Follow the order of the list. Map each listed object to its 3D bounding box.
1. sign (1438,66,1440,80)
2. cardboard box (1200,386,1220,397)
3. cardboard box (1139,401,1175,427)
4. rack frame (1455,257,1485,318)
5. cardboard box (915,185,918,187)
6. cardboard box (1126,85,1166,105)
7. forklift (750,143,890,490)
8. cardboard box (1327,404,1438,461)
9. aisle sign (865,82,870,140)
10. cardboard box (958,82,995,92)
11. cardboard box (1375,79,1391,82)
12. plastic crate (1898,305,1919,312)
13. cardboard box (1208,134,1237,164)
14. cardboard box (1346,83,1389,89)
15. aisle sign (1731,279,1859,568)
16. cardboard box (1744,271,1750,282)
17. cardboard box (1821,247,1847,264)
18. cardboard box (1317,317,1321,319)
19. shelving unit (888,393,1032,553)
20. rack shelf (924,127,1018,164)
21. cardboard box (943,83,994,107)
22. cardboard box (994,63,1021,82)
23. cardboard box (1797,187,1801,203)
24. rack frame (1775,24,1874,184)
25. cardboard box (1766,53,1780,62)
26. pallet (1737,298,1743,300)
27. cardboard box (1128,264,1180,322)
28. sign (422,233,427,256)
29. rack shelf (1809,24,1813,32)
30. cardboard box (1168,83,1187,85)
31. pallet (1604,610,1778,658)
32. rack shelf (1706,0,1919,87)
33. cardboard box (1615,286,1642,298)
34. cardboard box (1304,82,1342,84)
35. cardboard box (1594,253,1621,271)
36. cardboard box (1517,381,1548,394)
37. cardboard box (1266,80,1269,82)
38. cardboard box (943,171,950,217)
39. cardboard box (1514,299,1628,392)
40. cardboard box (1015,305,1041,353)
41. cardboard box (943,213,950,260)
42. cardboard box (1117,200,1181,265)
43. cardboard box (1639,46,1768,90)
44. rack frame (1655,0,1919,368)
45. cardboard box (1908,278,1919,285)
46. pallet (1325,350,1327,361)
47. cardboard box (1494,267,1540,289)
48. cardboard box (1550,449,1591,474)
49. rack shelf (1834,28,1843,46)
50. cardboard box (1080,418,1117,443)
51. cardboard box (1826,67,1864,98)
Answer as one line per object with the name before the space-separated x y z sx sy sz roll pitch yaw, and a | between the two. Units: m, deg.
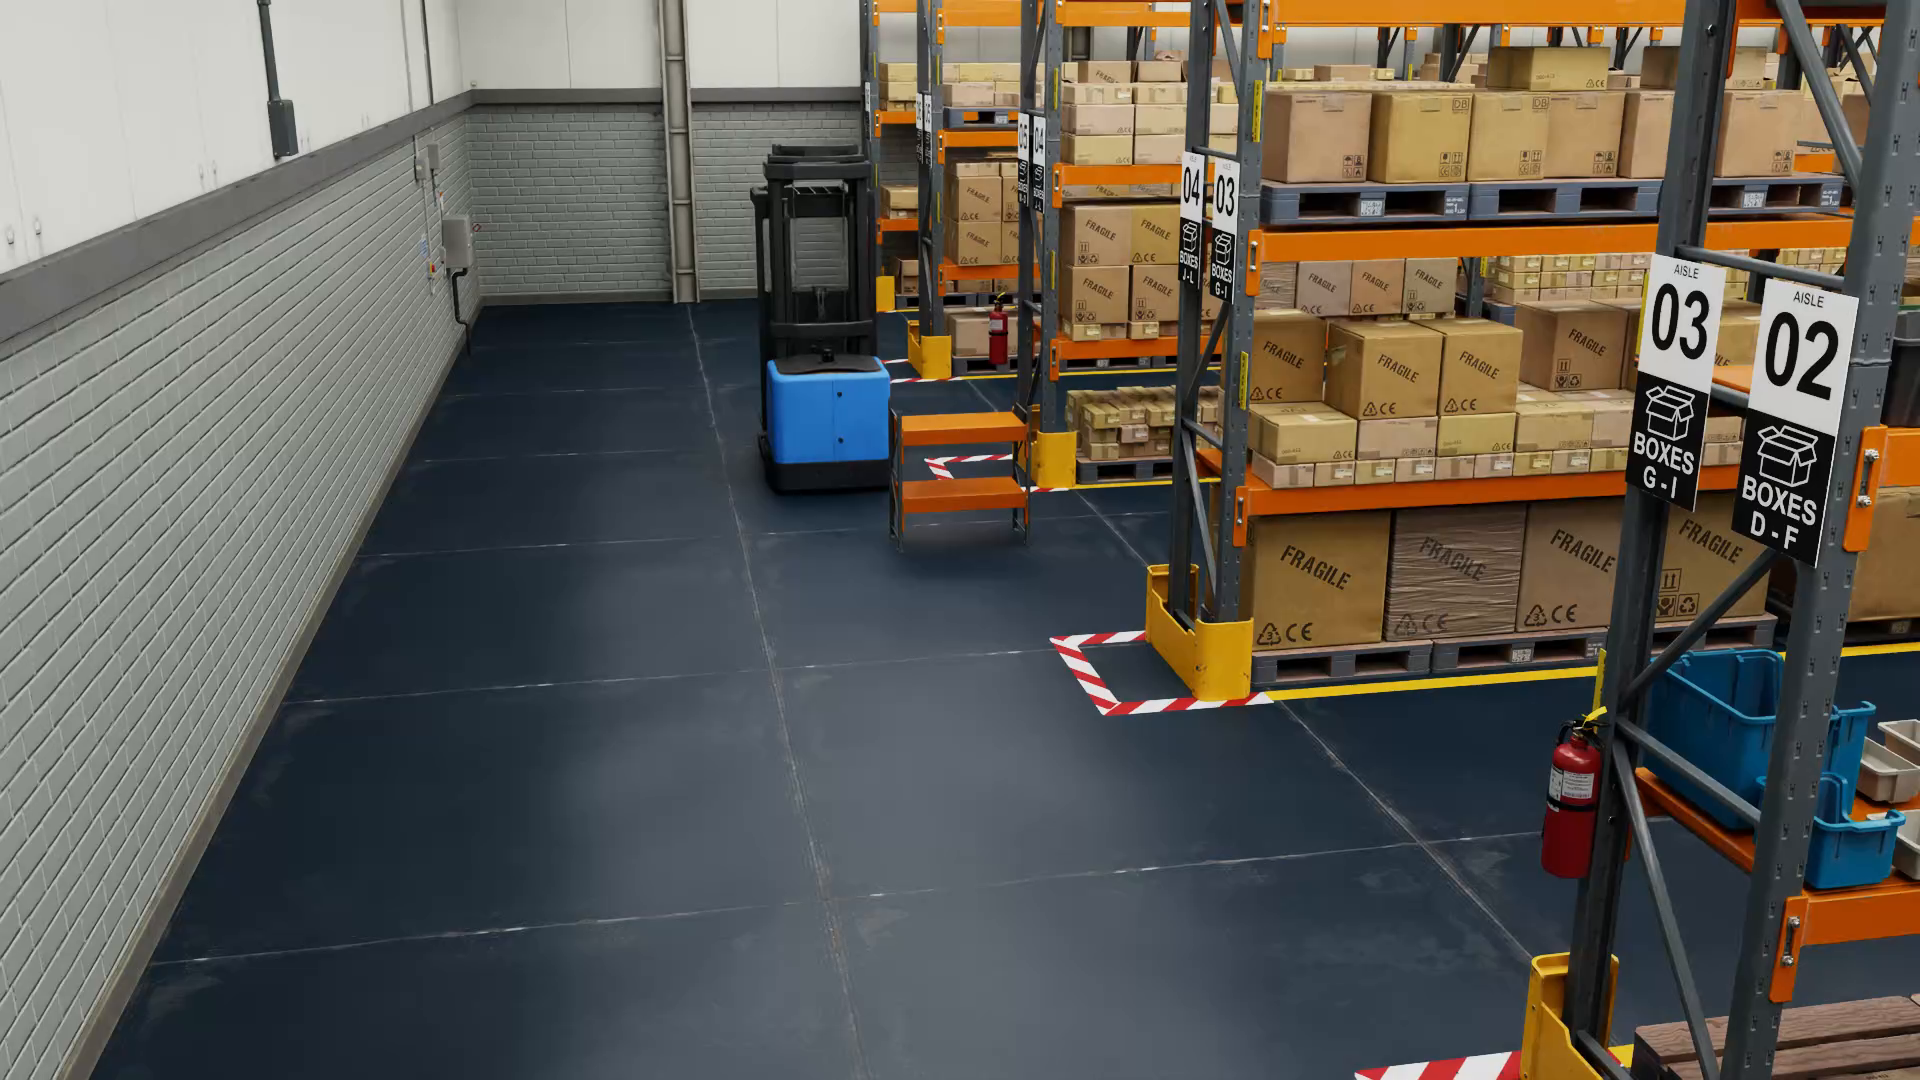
sign | 4.510 -4.314 15.587 0.005 0.325 0.100 -3 17 -10
cardboard box | 2.450 -1.345 15.709 0.250 0.149 0.380 -4 17 -12
cardboard box | 1.789 -1.142 15.049 0.250 0.149 0.380 -3 17 -11
rack frame | 4.618 -2.284 15.641 0.127 3.000 1.000 -3 17 -10
cardboard box | -0.385 -5.115 24.604 0.500 0.250 0.500 -3 17 -10
cardboard box | 1.586 -3.809 14.220 0.250 0.149 0.380 -3 17 -11
forklift | -1.357 -2.222 15.555 1.130 2.935 3.031 -3 17 -10
cardboard box | 2.564 -0.676 10.154 0.500 0.250 0.500 -3 17 -11
aisle sign | -1.304 -6.068 23.531 0.004 0.787 0.394 -3 17 -10
cardboard box | 0.195 -6.423 23.755 0.500 0.250 0.500 -4 17 -12
cardboard box | 6.260 -6.823 24.885 0.250 0.149 0.380 -3 17 -9
plastic crate | 3.387 -0.668 5.631 0.336 0.188 0.450 -3 17 -10
cardboard box | 2.202 -3.436 14.535 0.500 0.250 0.500 -4 17 -12
cardboard box | 3.593 -3.956 14.699 0.250 0.149 0.380 -3 17 -8
aisle sign | 2.458 -0.351 4.920 0.004 0.787 0.394 -3 17 -10
cardboard box | 7.382 -2.527 15.636 0.250 0.149 0.380 -3 17 -10
cardboard box | 8.152 -2.713 15.735 0.250 0.149 0.380 -4 18 -13
cardboard box | 3.098 -2.008 15.168 0.250 0.149 0.380 -4 17 -11
shelving unit | -0.007 -0.537 13.145 1.048 1.125 0.538 -3 17 -10
rack shelf | 1.616 -4.684 19.571 4.000 0.370 1.077 -3 17 -10
cardboard box | 0.078 -5.145 19.214 0.500 0.250 0.500 -5 18 -16
cardboard box | 0.683 -6.696 23.791 0.500 0.250 0.500 -3 17 -9
cardboard box | 10.538 -4.422 21.209 0.500 0.500 0.500 -3 17 -10
rack frame | 5.460 -3.717 10.086 0.127 3.000 1.000 -3 17 -10
cardboard box | 12.422 -7.392 26.100 0.637 0.503 0.797 -3 17 -9
pallet | 7.866 -2.345 16.165 1.003 0.211 1.213 -3 17 -10
cardboard box | 1.705 -2.234 14.800 0.500 0.500 0.500 -3 17 -10
sign | -5.930 -3.274 18.402 0.001 0.218 0.327 -3 17 -10
rack shelf | 7.424 -3.293 10.613 4.000 0.370 1.077 -3 17 -10
cardboard box | 1.973 -3.999 14.840 0.250 0.149 0.380 -4 17 -12
pallet | 4.699 0.504 11.312 1.213 0.211 1.003 -3 17 -10
rack shelf | 4.436 -1.642 5.239 4.000 0.370 1.077 -3 17 -10
cardboard box | 6.106 -2.312 15.444 0.250 0.149 0.380 -4 18 -13
cardboard box | 3.264 -4.072 15.078 0.250 0.149 0.380 -4 17 -12
cardboard box | 5.863 -2.583 15.312 0.250 0.149 0.380 -3 17 -11
cardboard box | 3.467 -0.887 10.839 0.500 0.250 0.500 -3 17 -10
cardboard box | 4.508 -6.694 24.430 0.250 0.149 0.380 -3 17 -9
cardboard box | 0.081 -4.104 19.692 0.500 0.500 0.500 -3 17 -9
cardboard box | 3.946 -1.269 10.808 0.500 0.500 0.500 -4 17 -12
cardboard box | 1.179 -2.578 20.245 0.875 0.438 0.875 -3 17 -9
cardboard box | 0.076 -3.634 19.864 0.500 0.500 0.500 -3 17 -10
cardboard box | 1.676 -2.708 14.640 0.500 0.500 0.500 -3 17 -9
cardboard box | 4.536 -2.887 10.161 0.500 0.250 0.500 -4 18 -14
rack frame | 2.472 -2.066 4.712 0.127 3.000 1.000 -3 17 -10
cardboard box | 6.762 -1.449 11.042 0.637 0.503 0.797 -3 17 -10
pallet | 4.323 -2.438 20.888 1.213 0.211 1.003 -3 17 -10
cardboard box | 5.092 -2.397 15.212 0.250 0.149 0.380 -3 17 -10
cardboard box | 3.711 -0.532 10.363 0.250 0.149 0.380 -3 17 -10
rack shelf | 10.509 -4.951 16.012 4.000 0.370 1.077 -3 17 -10
cardboard box | 1.254 -0.997 15.083 0.250 0.149 0.380 -3 17 -8
cardboard box | 8.198 -4.257 15.481 0.258 0.266 0.396 -3 17 -10
